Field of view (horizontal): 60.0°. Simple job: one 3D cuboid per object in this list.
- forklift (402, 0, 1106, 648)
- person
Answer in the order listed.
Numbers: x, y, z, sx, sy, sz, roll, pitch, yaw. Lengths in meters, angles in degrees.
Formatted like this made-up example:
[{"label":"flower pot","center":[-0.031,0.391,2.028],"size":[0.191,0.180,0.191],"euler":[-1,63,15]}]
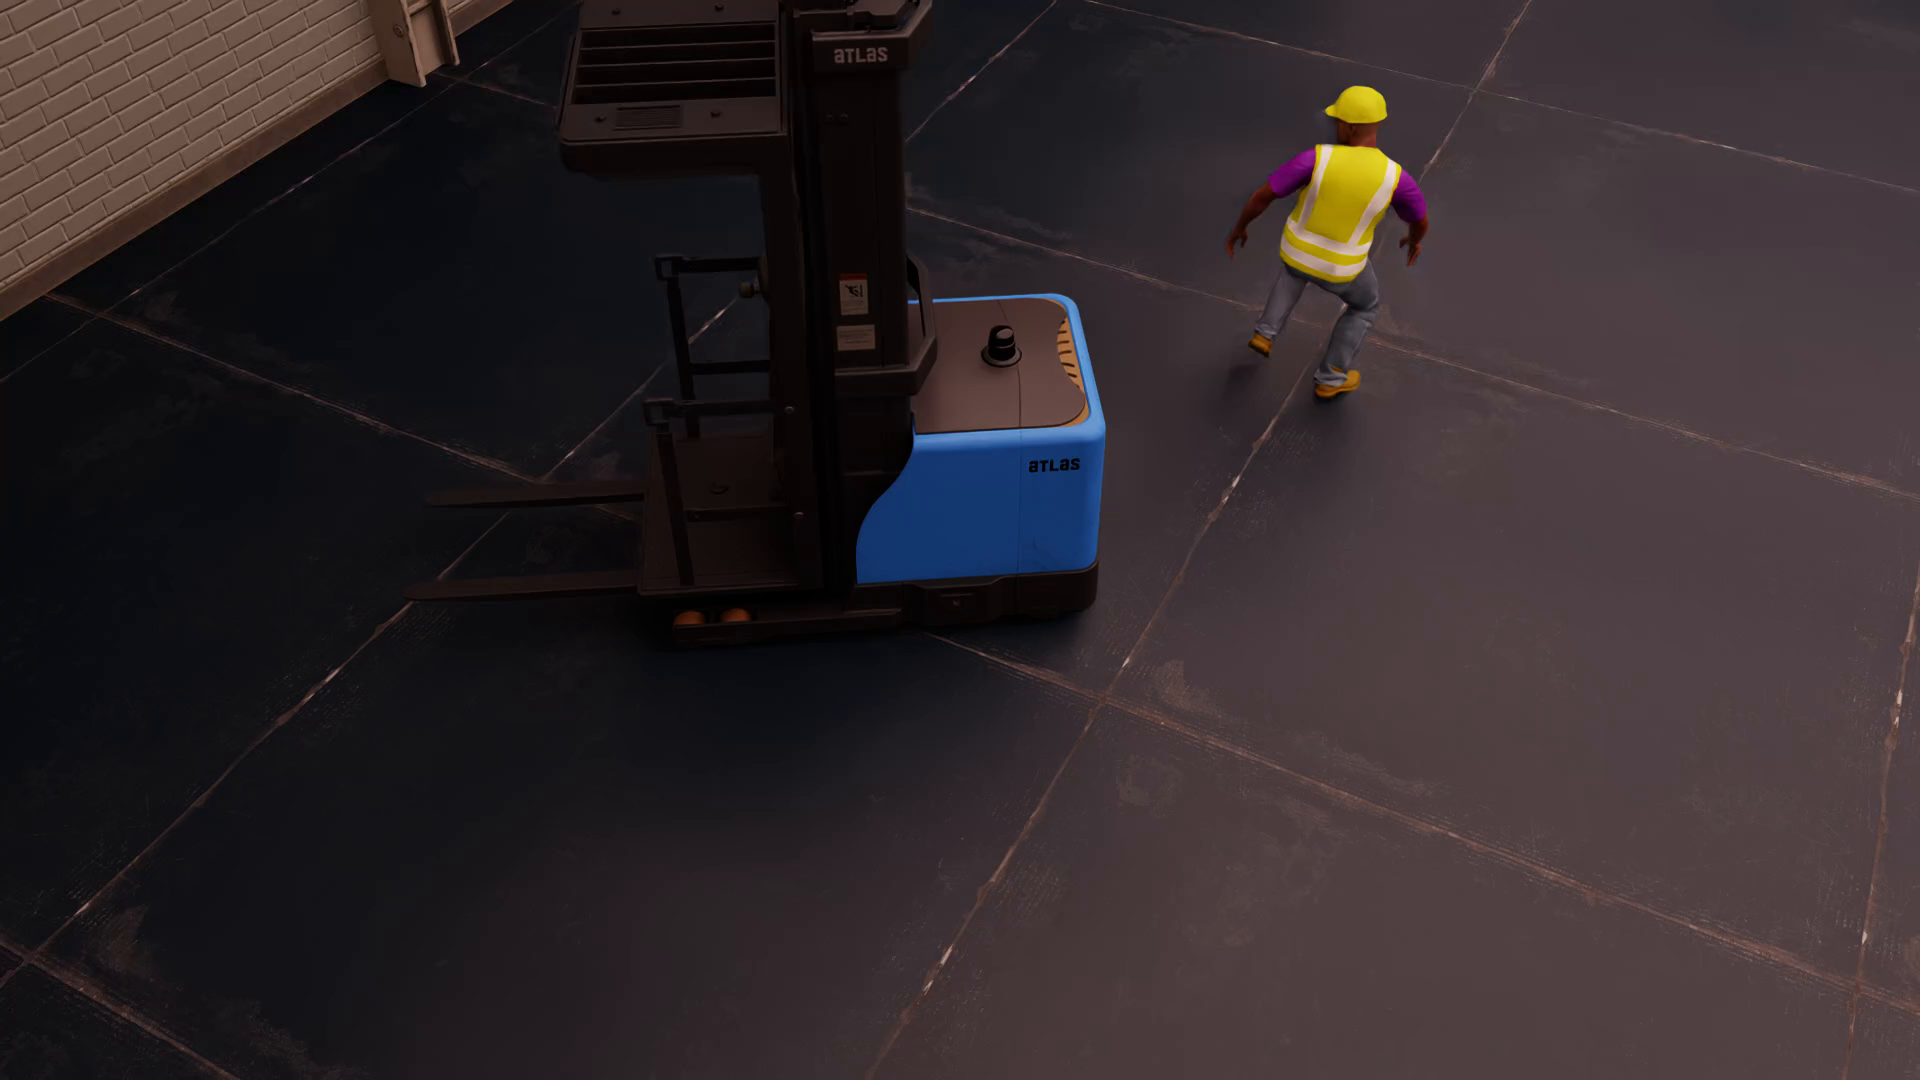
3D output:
[{"label":"forklift","center":[-0.937,-0.974,6.688],"size":[3.031,2.935,1.130],"euler":[-3,43,-4]},{"label":"person","center":[1.804,-1.452,8.133],"size":[0.858,1.664,0.621],"euler":[22,47,22]}]
